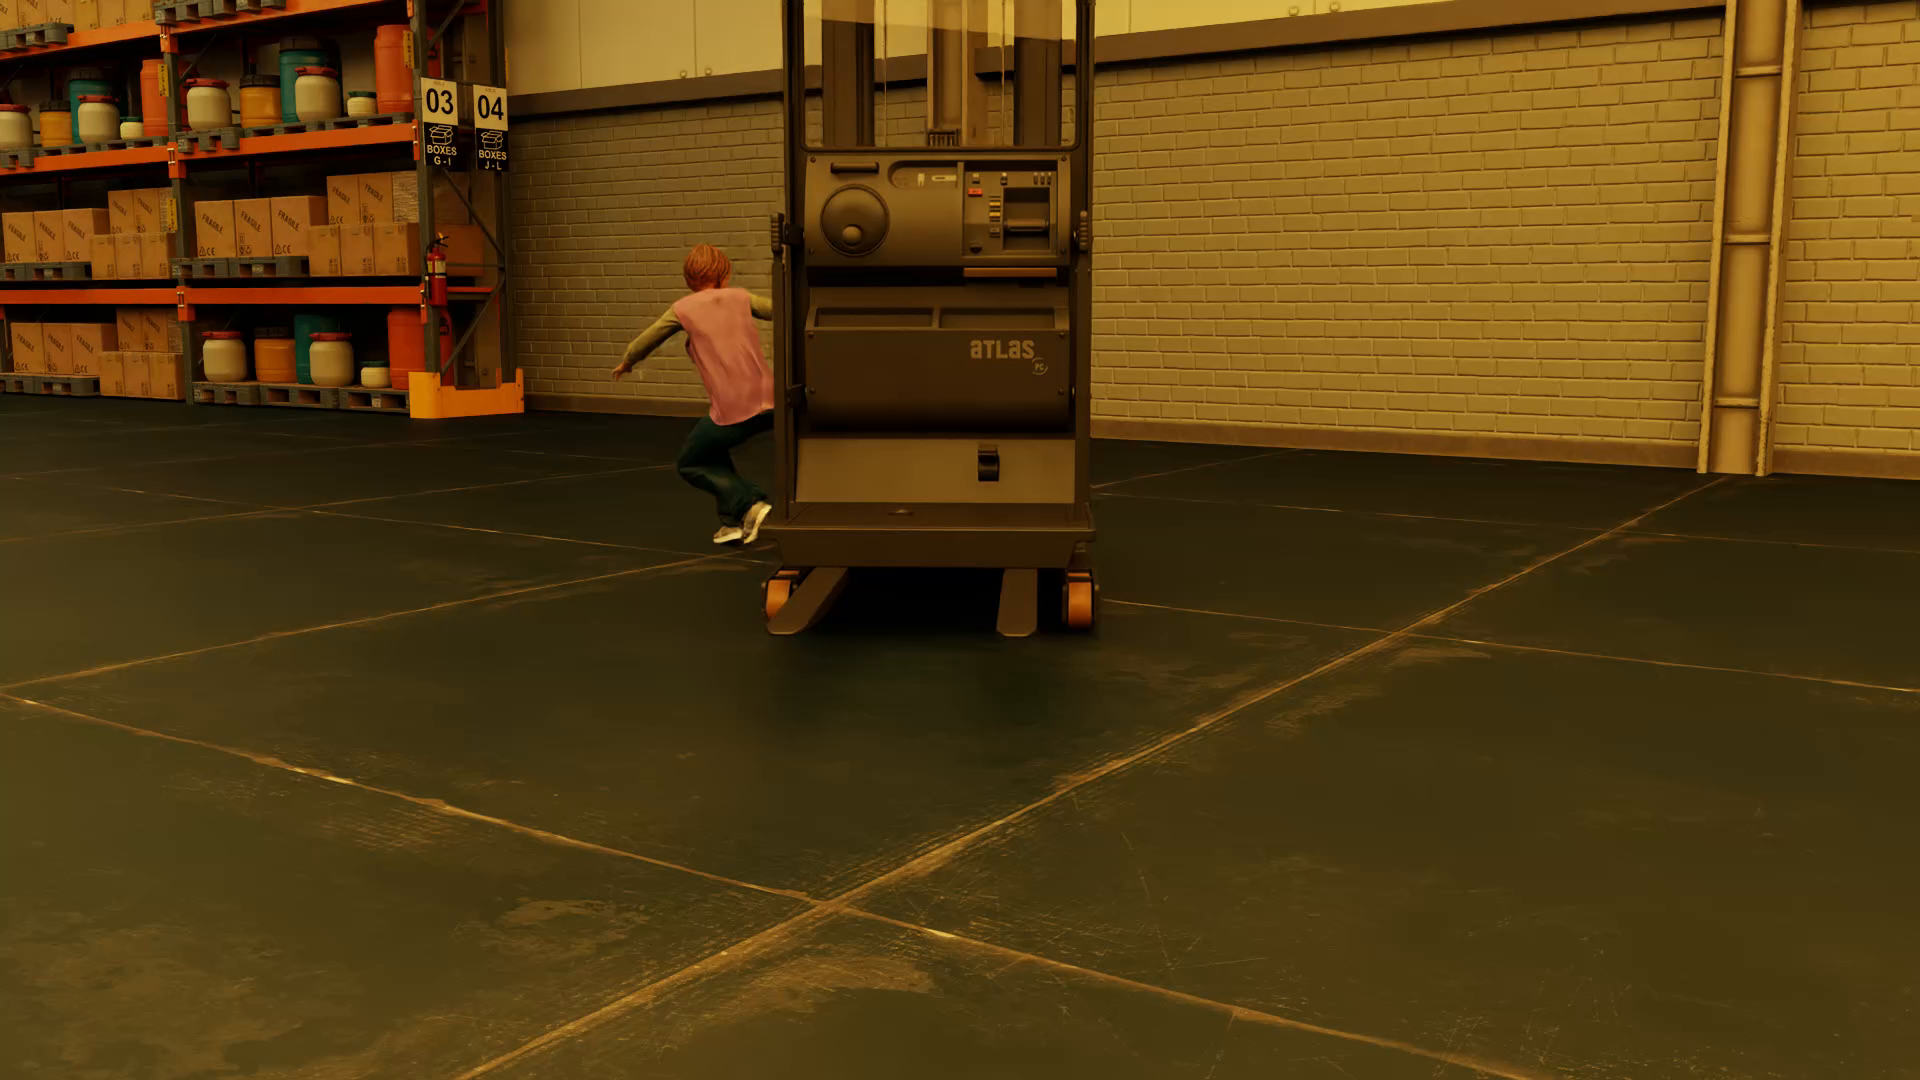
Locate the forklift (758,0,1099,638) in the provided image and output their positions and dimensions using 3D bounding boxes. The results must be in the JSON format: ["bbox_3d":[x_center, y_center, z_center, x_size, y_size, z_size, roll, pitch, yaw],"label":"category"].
[{"bbox_3d":[-0.086,-1.199,5.621,1.130,2.935,3.031,0,8,3],"label":"forklift"}]

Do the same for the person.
[{"bbox_3d":[-1.100,-0.634,7.380,0.652,1.337,0.922,-8,11,-44],"label":"person"}]
